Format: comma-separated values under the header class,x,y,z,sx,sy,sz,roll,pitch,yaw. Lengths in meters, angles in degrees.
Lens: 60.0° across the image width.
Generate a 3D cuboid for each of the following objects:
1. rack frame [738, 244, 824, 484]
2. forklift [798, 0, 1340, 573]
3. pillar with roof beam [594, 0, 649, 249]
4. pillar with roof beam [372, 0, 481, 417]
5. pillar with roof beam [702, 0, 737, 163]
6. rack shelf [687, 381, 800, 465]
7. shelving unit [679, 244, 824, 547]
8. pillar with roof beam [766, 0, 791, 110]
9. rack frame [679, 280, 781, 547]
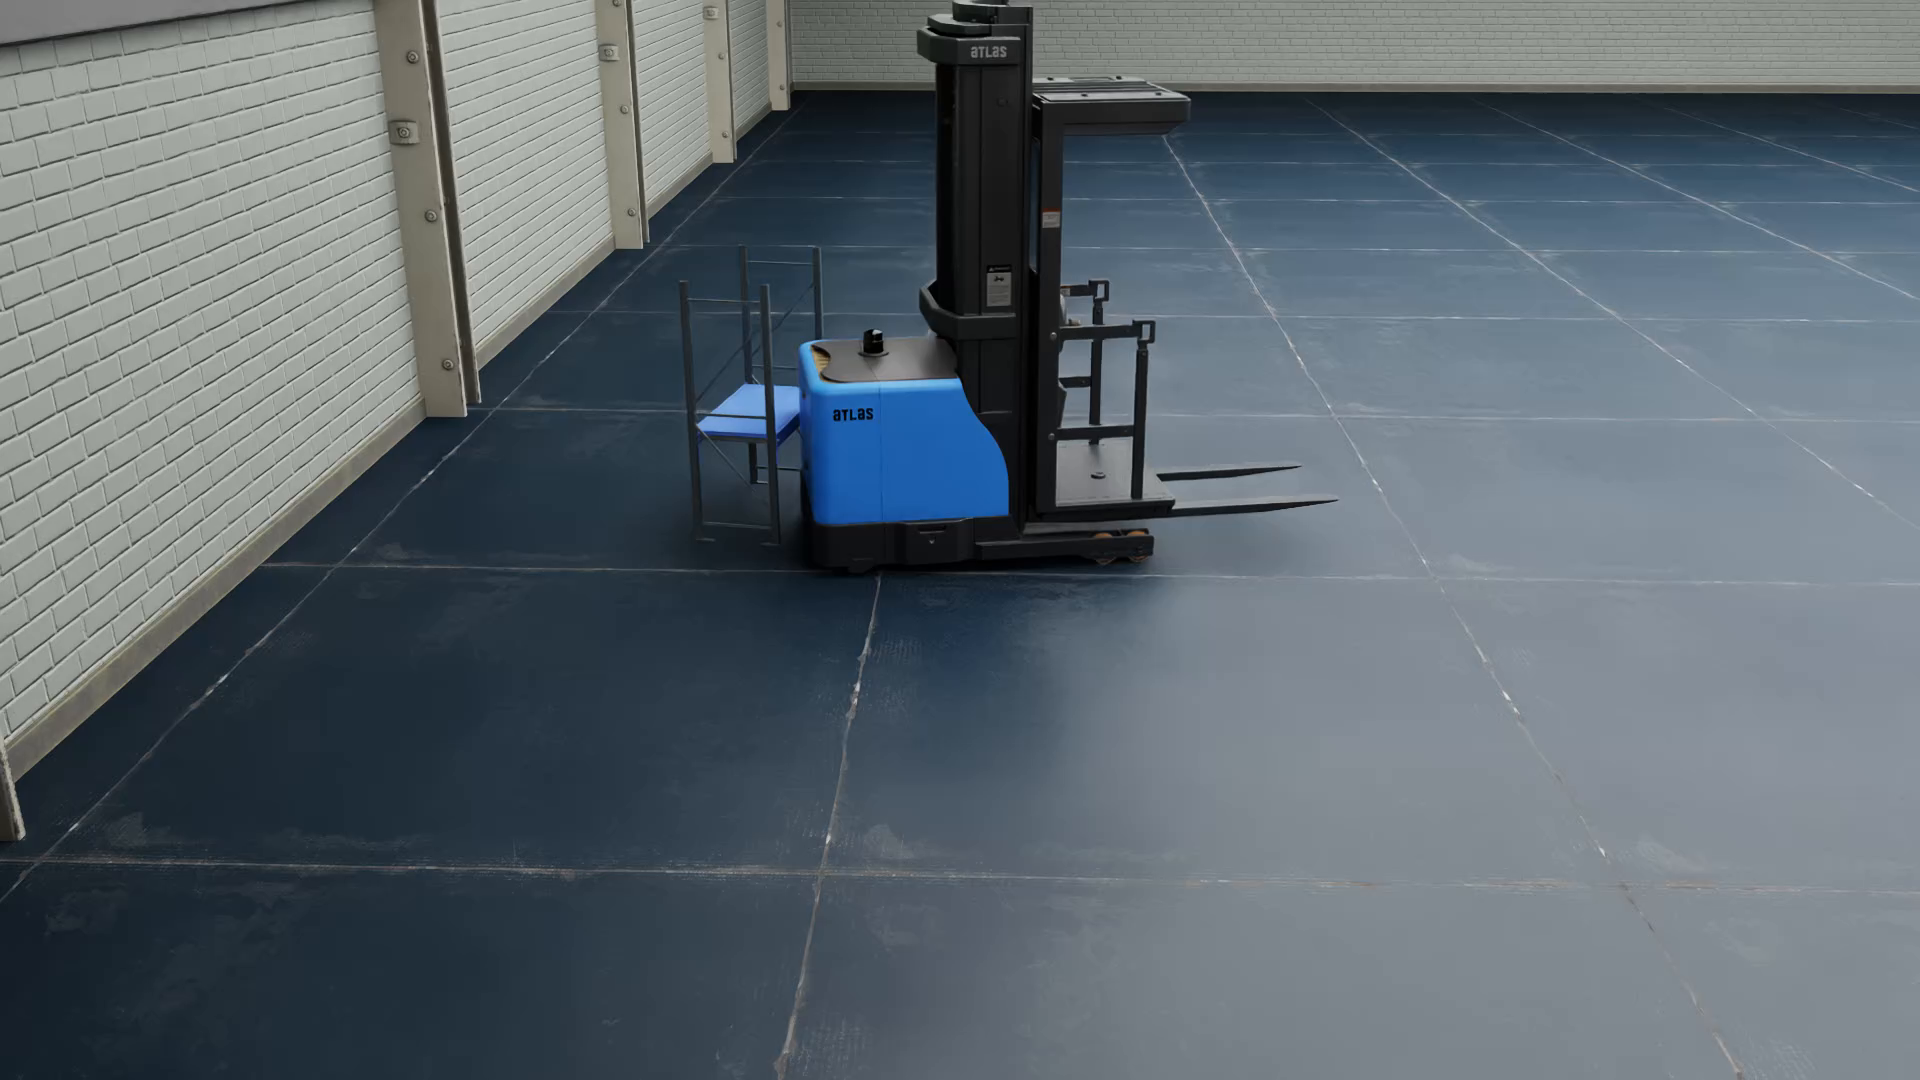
class,x,y,z,sx,sy,sz,roll,pitch,yaw
rack frame,-1.071,-1.044,10.145,0.500,1.500,0.032,4,22,11
forklift,0.627,-1.422,9.141,3.031,2.935,1.130,-3,21,-9
pillar with roof beam,0.832,-7.262,15.804,9.100,9.000,0.400,1,21,2
pillar with roof beam,0.649,-5.092,10.213,9.100,9.000,0.400,1,21,2
pillar with roof beam,1.014,-9.431,21.395,9.100,9.000,0.400,1,21,2
rack shelf,-1.170,-0.696,9.746,0.538,0.185,1.000,4,22,11
shelving unit,-1.170,-0.864,9.681,0.538,1.500,1.048,4,22,11
pillar with roof beam,1.197,-11.600,26.986,9.100,9.000,0.400,1,21,2
rack frame,-1.270,-0.684,9.216,0.500,1.500,0.032,4,22,11
